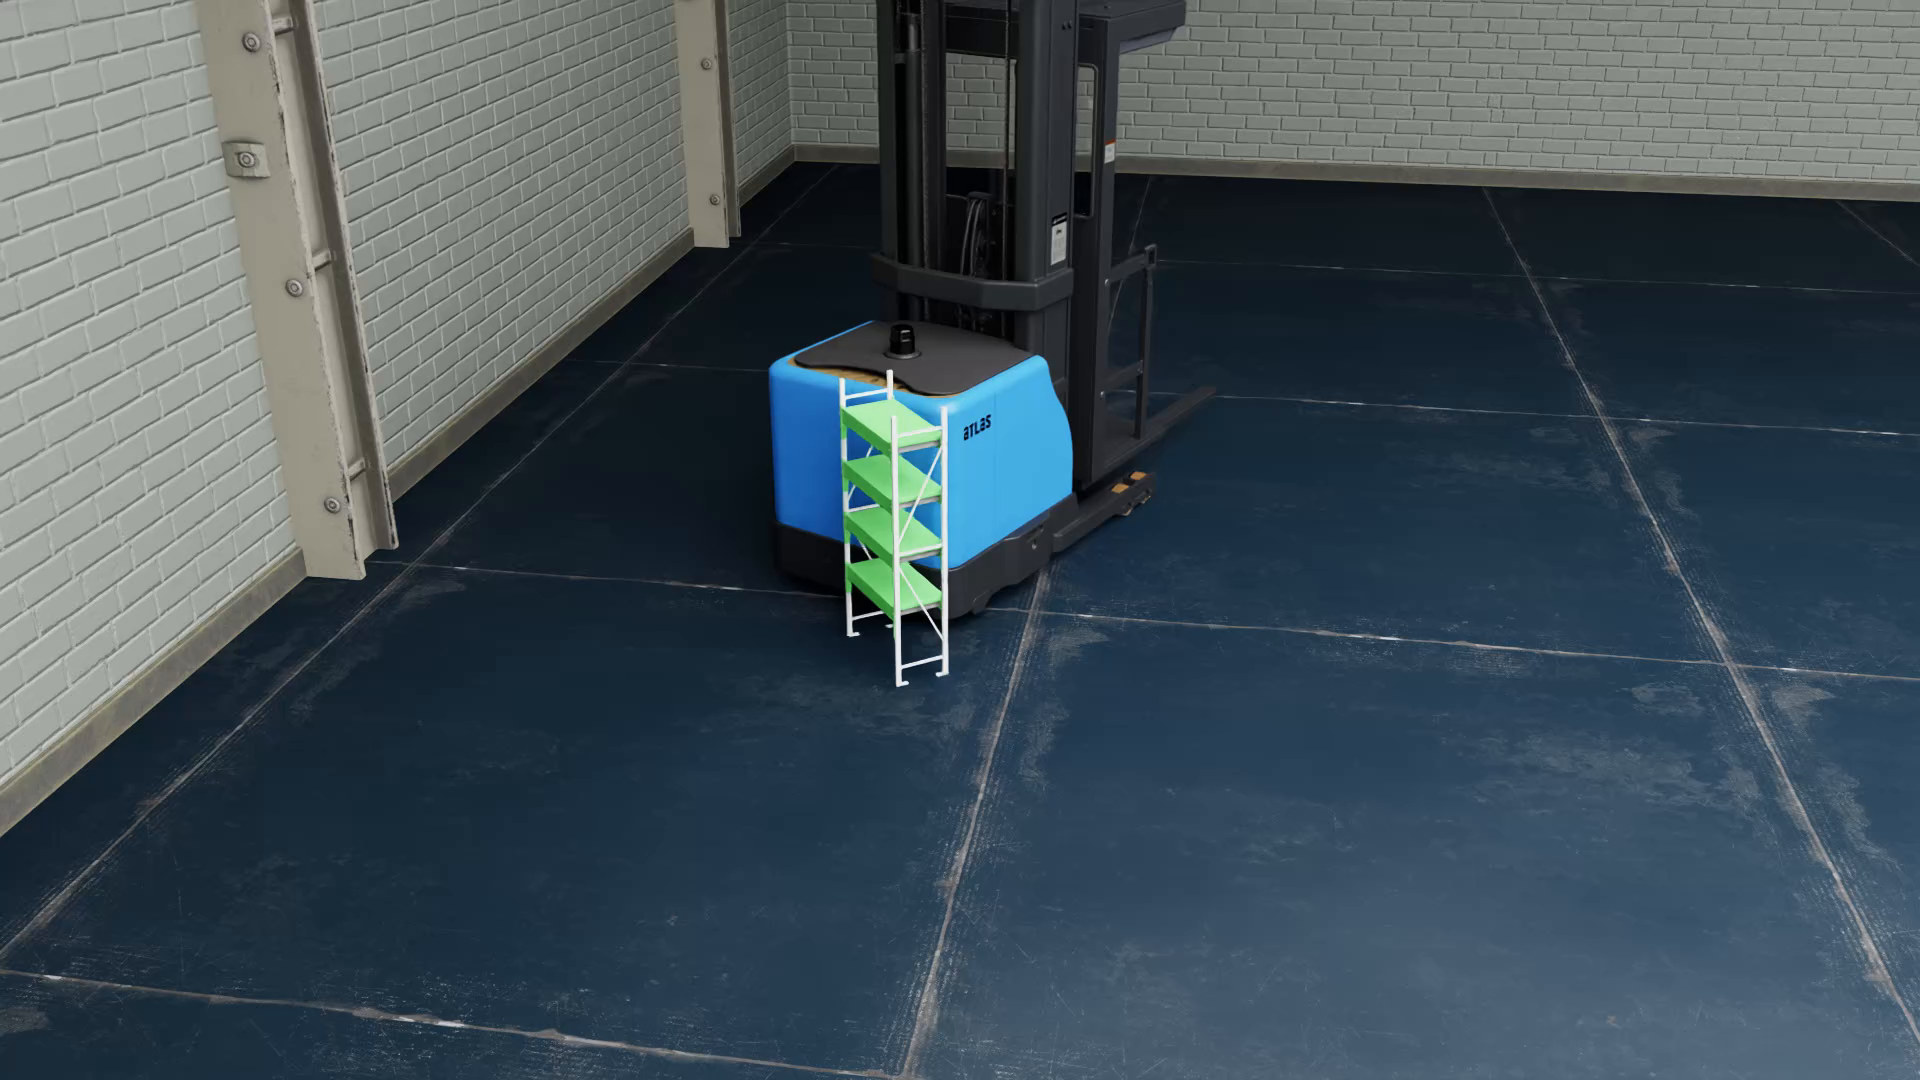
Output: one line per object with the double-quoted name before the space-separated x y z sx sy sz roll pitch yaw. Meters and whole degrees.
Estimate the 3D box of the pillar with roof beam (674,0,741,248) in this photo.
"pillar with roof beam" 2.281 -6.191 10.862 9.100 9.000 0.400 4 25 9

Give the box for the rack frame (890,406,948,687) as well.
"rack frame" -0.161 0.043 6.744 0.240 1.200 0.015 -13 28 -25

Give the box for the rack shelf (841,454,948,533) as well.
"rack shelf" -0.275 -0.208 6.864 0.258 0.148 0.480 -13 28 -25

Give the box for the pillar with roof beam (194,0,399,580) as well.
"pillar with roof beam" 1.300 -3.682 5.501 9.100 9.000 0.400 4 25 9

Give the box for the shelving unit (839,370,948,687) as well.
"shelving unit" -0.275 -0.049 6.939 0.258 1.200 0.503 -13 28 -25

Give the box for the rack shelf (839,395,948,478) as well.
"rack shelf" -0.275 -0.426 6.762 0.258 0.148 0.480 -13 28 -25

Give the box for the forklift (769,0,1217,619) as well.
"forklift" 0.365 -1.550 8.105 1.130 2.935 3.031 16 29 30

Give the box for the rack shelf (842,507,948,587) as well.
"rack shelf" -0.275 0.009 6.966 0.258 0.148 0.480 -13 28 -25

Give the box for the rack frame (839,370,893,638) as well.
"rack frame" -0.390 -0.140 7.134 0.240 1.200 0.015 -13 28 -25

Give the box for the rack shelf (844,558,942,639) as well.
"rack shelf" -0.275 0.226 7.068 0.258 0.148 0.480 -13 28 -25
